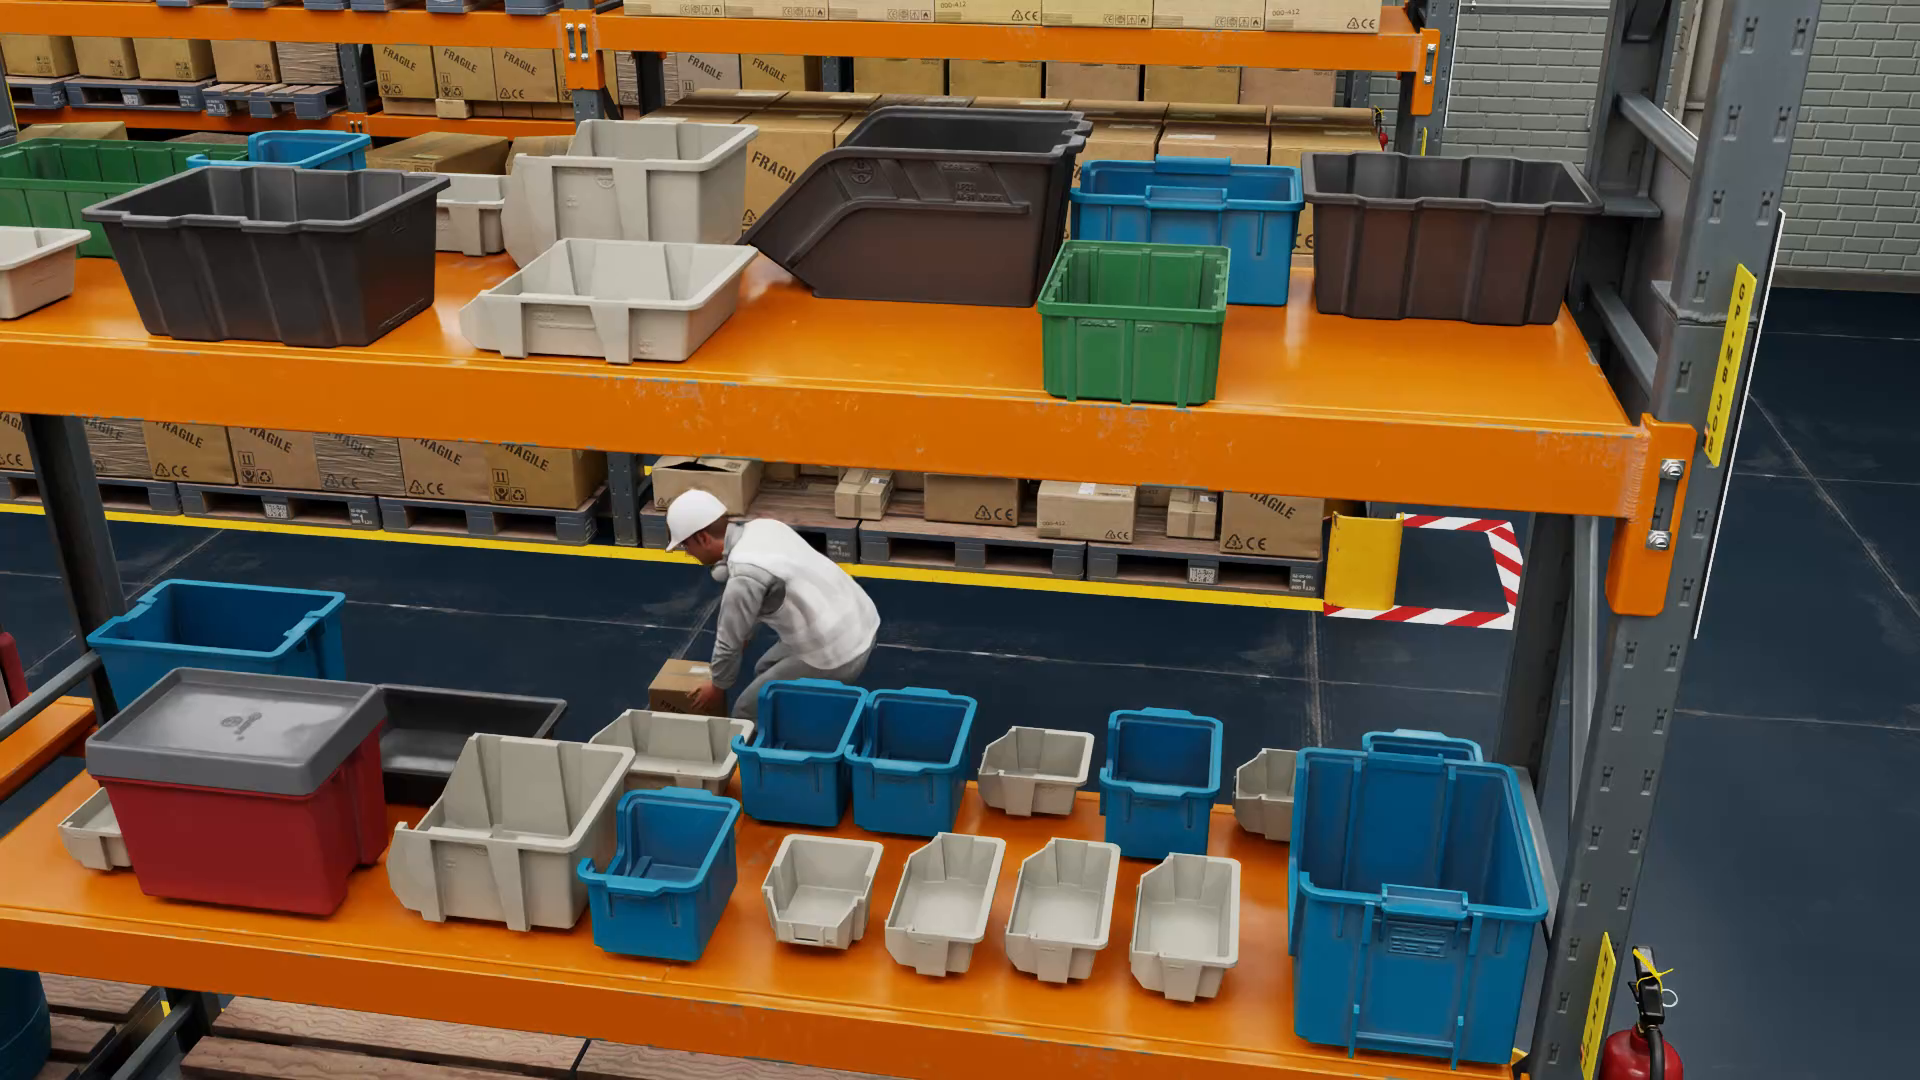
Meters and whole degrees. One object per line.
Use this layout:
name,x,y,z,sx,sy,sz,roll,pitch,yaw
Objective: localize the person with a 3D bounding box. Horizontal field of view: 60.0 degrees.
person,-0.748,0.423,6.721,0.820,1.304,0.586,4,25,9
